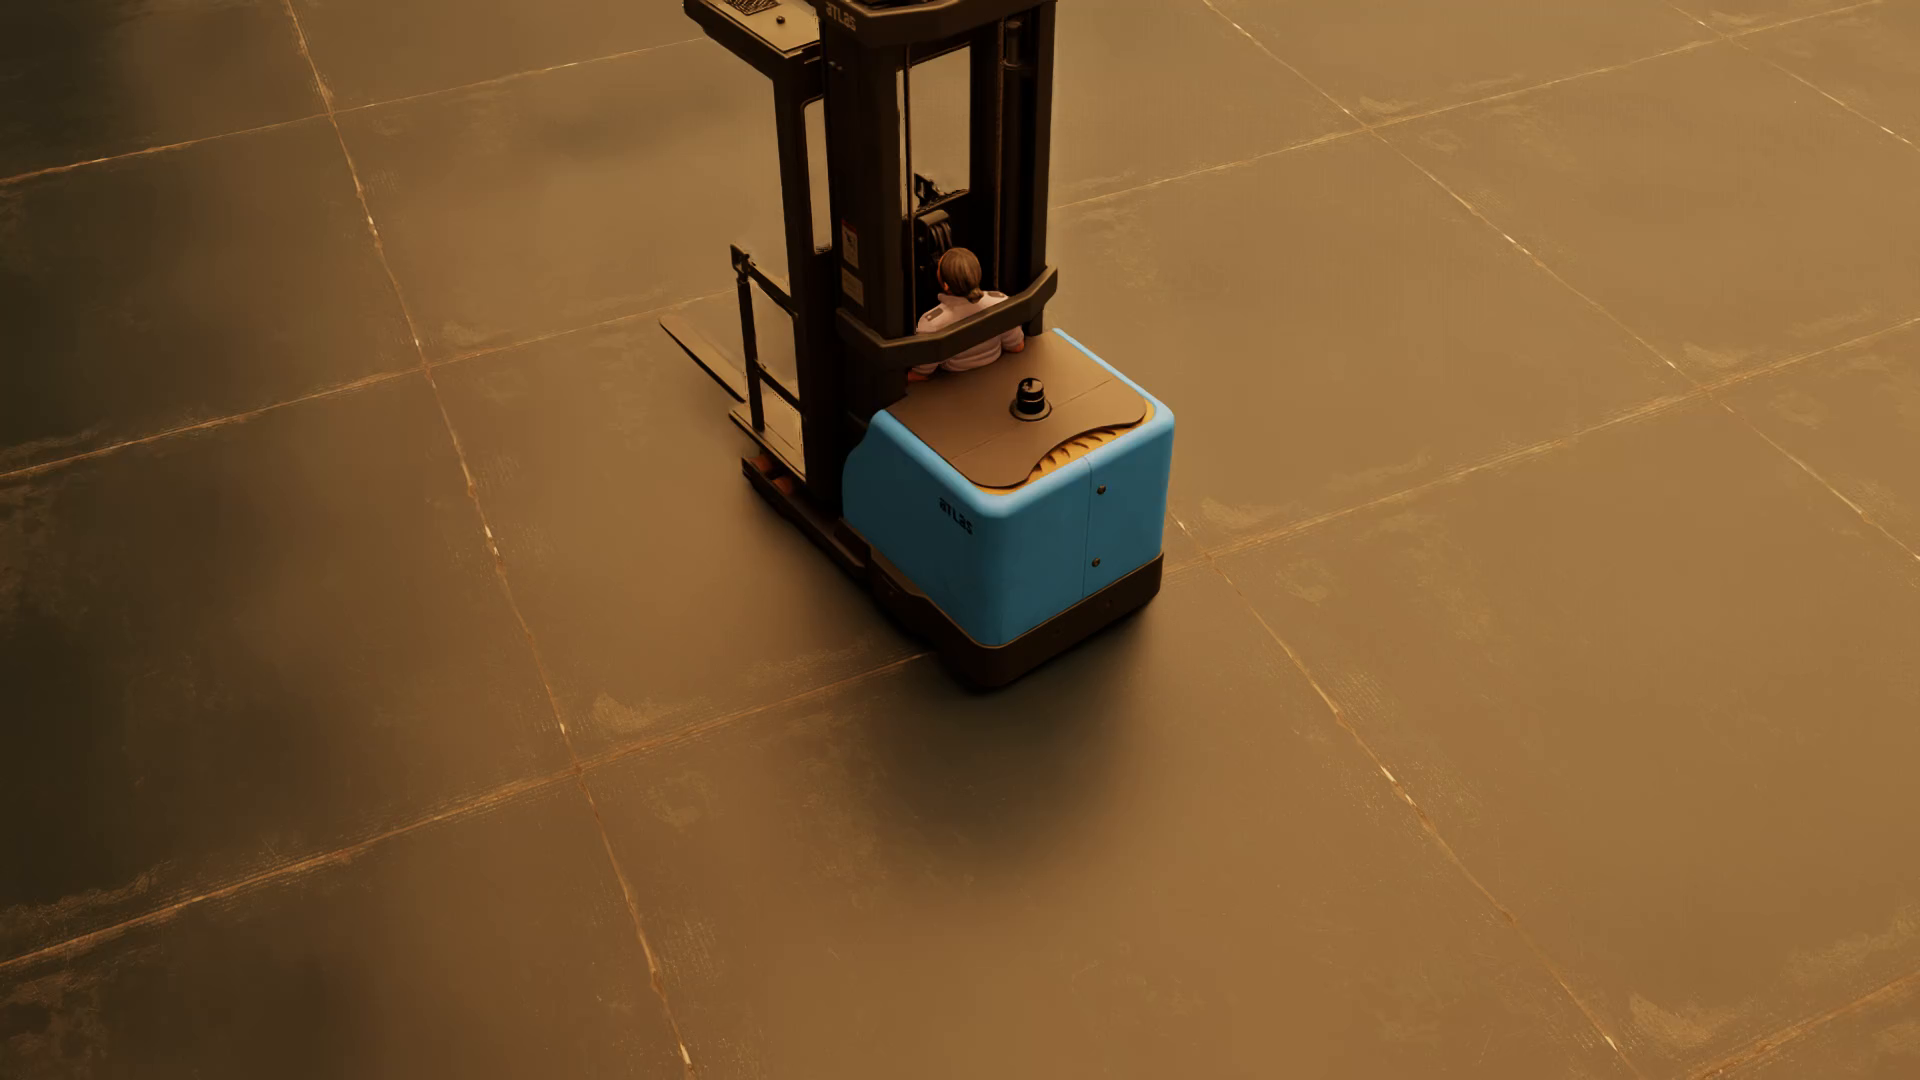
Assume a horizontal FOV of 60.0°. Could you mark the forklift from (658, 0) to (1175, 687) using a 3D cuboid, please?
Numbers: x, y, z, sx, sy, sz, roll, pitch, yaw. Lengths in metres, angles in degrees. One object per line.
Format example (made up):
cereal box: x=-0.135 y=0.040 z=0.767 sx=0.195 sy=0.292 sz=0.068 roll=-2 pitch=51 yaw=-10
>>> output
forklift: x=-0.398 y=-1.401 z=7.181 sx=1.130 sy=2.935 sz=3.031 roll=-28 pitch=50 yaw=-27

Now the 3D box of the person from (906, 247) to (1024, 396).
person: x=-0.013 y=-0.664 z=7.323 sx=0.601 sy=1.646 sz=0.524 roll=-18 pitch=46 yaw=-18
